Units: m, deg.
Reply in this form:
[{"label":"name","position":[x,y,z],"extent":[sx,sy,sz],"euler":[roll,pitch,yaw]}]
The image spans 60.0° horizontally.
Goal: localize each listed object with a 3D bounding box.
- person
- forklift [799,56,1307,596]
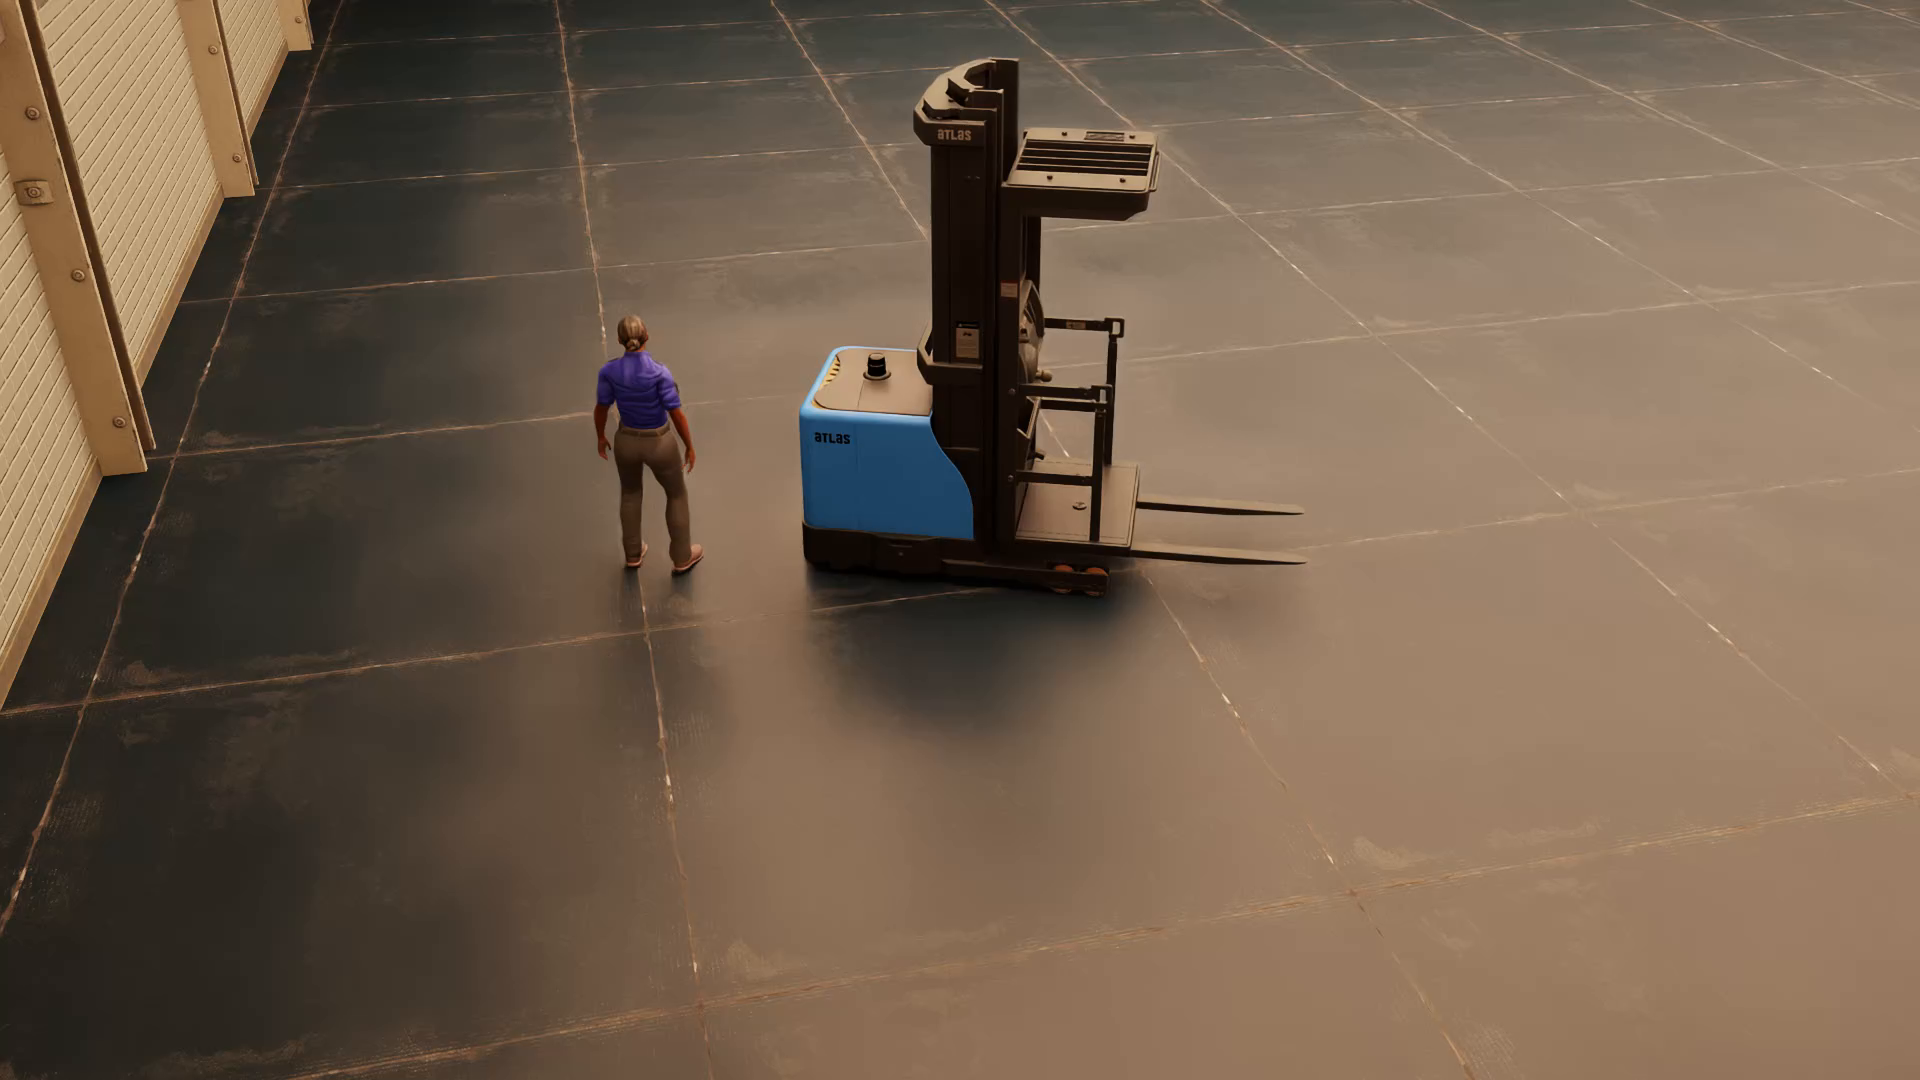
[{"label":"person","position":[-1.853,-0.570,9.838],"extent":[0.603,1.653,0.376],"euler":[3,30,6]},{"label":"forklift","position":[0.603,-1.222,9.686],"extent":[3.031,2.935,1.130],"euler":[4,30,8]}]
